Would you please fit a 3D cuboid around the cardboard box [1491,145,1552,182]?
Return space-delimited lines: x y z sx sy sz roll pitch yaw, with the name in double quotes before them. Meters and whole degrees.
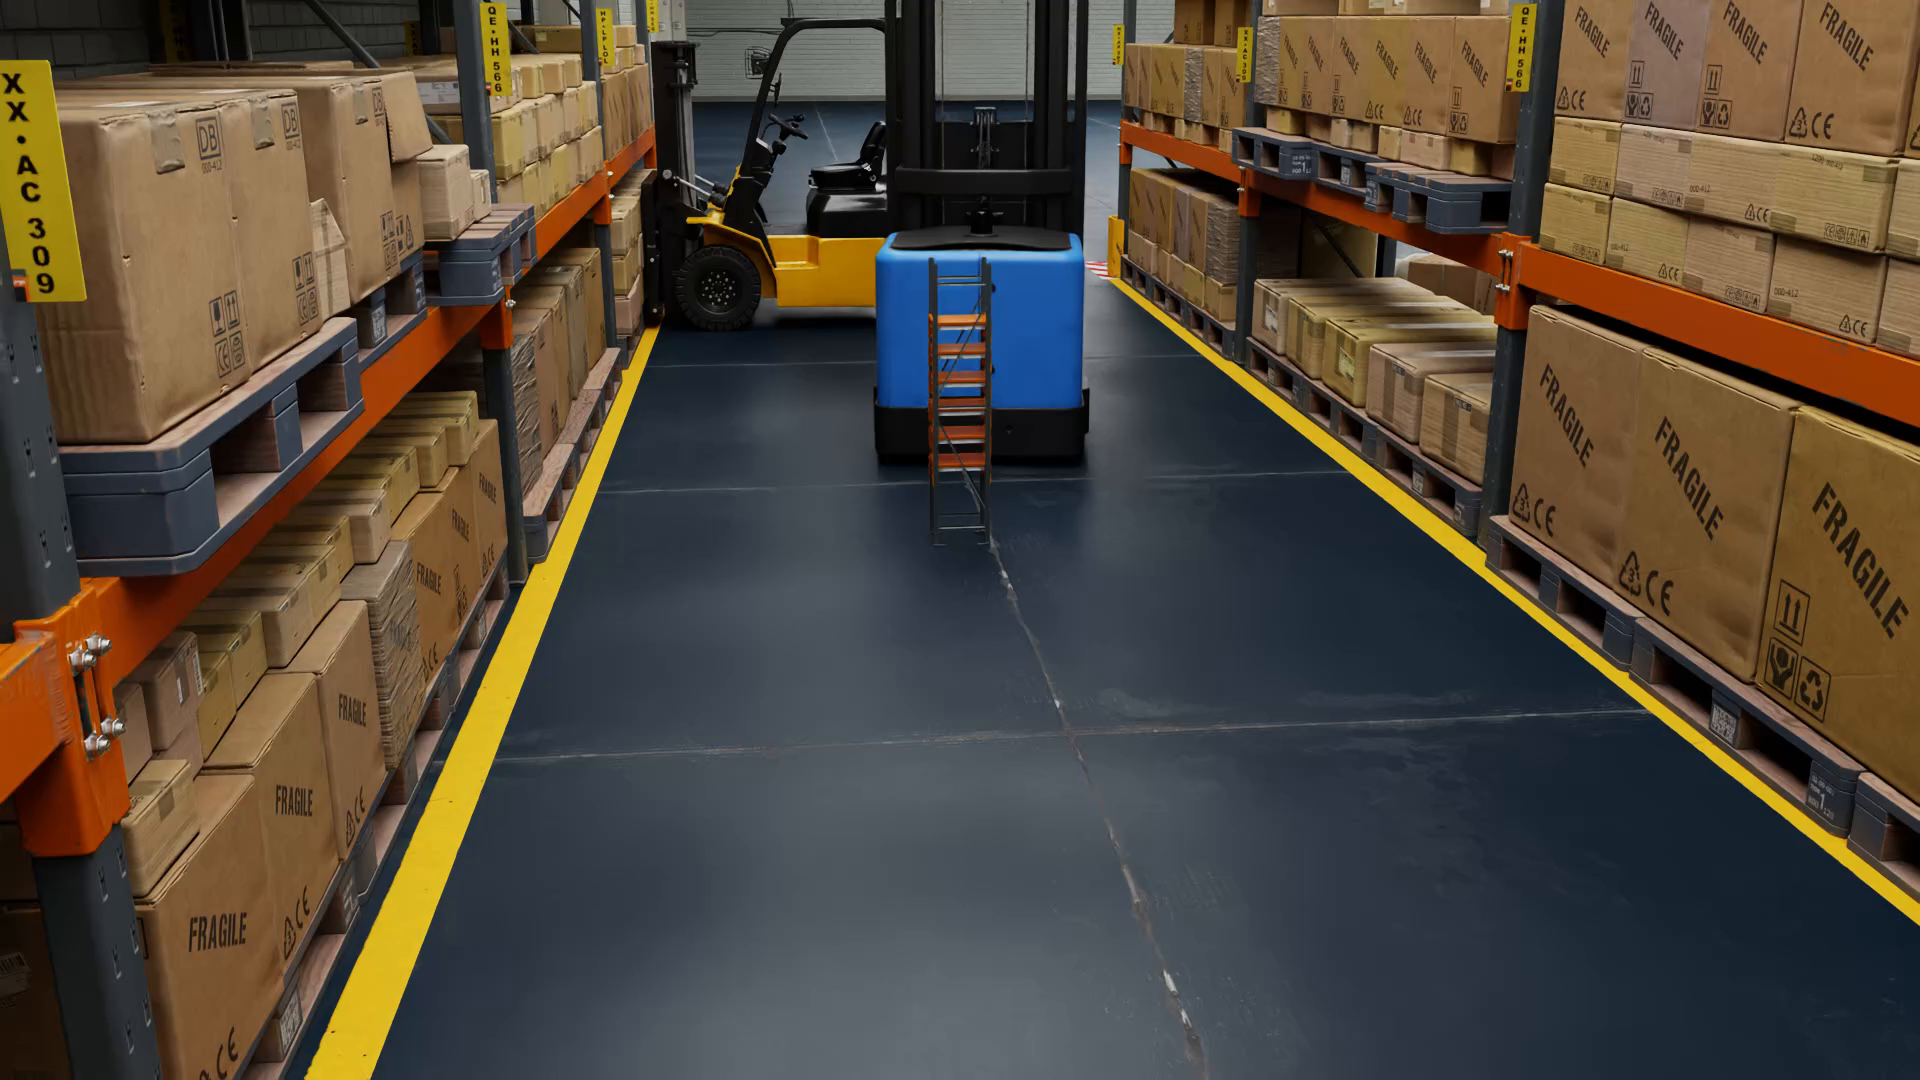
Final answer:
"cardboard box" 2.440 -1.575 6.904 0.380 0.149 0.250 -1 17 -4

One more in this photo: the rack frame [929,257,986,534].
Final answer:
"rack frame" -0.011 -0.604 7.098 0.240 1.200 0.006 -2 18 -6

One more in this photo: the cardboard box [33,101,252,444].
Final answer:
"cardboard box" -1.644 -0.457 2.757 0.700 0.500 0.500 -1 17 -4

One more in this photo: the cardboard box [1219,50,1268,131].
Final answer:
"cardboard box" 2.002 -2.910 10.775 0.500 0.500 0.500 -2 18 -7

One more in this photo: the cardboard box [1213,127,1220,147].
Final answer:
"cardboard box" 1.965 -2.791 11.479 0.380 0.149 0.250 -2 18 -6

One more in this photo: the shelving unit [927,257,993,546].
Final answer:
"shelving unit" -0.001 -0.577 7.011 0.258 1.200 0.189 -2 18 -6

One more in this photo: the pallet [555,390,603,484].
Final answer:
"pallet" -2.398 -0.528 8.507 1.003 0.211 1.213 -2 18 -6

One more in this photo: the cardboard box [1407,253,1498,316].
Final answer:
"cardboard box" 3.538 -1.766 11.962 0.500 0.500 0.500 11 21 32

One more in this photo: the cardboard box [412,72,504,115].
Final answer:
"cardboard box" -1.969 -1.711 6.369 0.380 0.149 0.250 -1 17 -4

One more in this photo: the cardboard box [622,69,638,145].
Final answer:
"cardboard box" -2.582 -3.085 11.830 0.500 0.500 0.500 -2 18 -5

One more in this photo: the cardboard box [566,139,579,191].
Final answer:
"cardboard box" -2.252 -1.929 8.565 0.500 0.250 0.500 -2 18 -5

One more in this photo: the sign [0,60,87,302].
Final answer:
"sign" -1.278 -0.490 2.284 0.100 0.325 0.005 -2 18 -6

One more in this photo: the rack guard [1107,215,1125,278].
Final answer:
"rack guard" 1.890 -2.572 14.536 1.175 0.500 0.348 -2 18 -6

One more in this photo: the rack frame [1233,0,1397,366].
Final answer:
"rack frame" 2.295 -2.596 10.437 1.000 3.000 0.127 -2 18 -6

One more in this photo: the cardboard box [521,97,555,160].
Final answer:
"cardboard box" -2.119 -1.862 7.516 0.500 0.250 0.500 -2 18 -7

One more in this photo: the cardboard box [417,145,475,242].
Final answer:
"cardboard box" -1.798 -1.074 5.140 0.500 0.250 0.500 -3 18 -8

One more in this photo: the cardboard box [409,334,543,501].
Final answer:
"cardboard box" -2.280 -0.503 7.036 0.875 0.625 0.625 -1 17 -4

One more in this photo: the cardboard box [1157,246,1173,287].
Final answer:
"cardboard box" 1.805 -2.113 12.788 0.500 0.250 0.500 -1 17 -2

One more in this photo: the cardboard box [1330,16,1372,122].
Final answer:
"cardboard box" 2.211 -2.388 8.410 0.500 0.500 0.500 -2 18 -8

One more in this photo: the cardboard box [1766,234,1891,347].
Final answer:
"cardboard box" 2.681 -0.723 4.723 0.500 0.250 0.500 -2 18 -6

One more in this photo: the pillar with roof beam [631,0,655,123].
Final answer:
"pillar with roof beam" -1.454 -11.756 29.599 9.100 9.000 0.400 -2 18 -6

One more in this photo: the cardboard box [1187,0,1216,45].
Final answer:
"cardboard box" 2.197 -4.158 13.080 0.700 0.500 0.500 -2 18 -5

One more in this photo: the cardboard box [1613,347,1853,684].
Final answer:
"cardboard box" 2.784 -0.116 5.386 0.875 0.875 0.875 -2 17 -5

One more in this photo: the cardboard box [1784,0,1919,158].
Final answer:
"cardboard box" 2.663 -1.322 4.543 0.500 0.500 0.500 -1 17 -5

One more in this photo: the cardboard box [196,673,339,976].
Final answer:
"cardboard box" -1.707 0.625 3.651 0.500 0.500 0.500 -2 18 -6

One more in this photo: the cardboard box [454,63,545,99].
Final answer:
"cardboard box" -2.113 -2.095 7.593 0.380 0.149 0.250 -1 17 -4

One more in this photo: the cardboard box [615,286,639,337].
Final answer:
"cardboard box" -2.362 -1.484 10.786 0.500 0.250 0.500 -2 18 -5

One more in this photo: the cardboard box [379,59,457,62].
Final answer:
"cardboard box" -2.771 -2.381 8.503 0.380 0.149 0.250 -2 18 -6

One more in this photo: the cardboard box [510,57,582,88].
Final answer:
"cardboard box" -2.209 -2.478 8.814 0.380 0.149 0.250 -2 18 -7

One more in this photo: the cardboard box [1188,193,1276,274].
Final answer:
"cardboard box" 1.913 -2.161 11.692 0.500 0.500 0.500 -1 17 -5

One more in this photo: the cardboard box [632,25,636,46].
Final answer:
"cardboard box" -2.609 -3.732 12.309 0.380 0.149 0.250 -1 17 -4

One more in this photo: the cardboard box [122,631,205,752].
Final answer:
"cardboard box" -1.664 0.292 3.132 0.380 0.149 0.250 -3 18 -8

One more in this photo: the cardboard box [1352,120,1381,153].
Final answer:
"cardboard box" 2.201 -2.034 8.367 0.380 0.149 0.250 -2 18 -7

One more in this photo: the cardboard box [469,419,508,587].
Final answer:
"cardboard box" -1.972 -0.138 6.081 0.500 0.500 0.500 -1 17 -4

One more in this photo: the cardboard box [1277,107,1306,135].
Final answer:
"cardboard box" 2.055 -2.427 9.619 0.380 0.149 0.250 -1 17 -5

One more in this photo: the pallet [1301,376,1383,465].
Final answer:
"pallet" 2.506 -0.669 8.956 1.003 0.211 1.213 -2 18 -6

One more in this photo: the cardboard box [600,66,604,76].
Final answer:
"cardboard box" -2.441 -2.979 10.407 0.380 0.149 0.250 -1 17 -4

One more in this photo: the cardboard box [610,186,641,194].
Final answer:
"cardboard box" -2.531 -2.418 12.091 0.500 0.250 0.500 -2 18 -7

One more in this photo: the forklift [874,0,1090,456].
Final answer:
"forklift" 0.151 -2.204 9.305 1.130 2.935 3.031 1 17 2

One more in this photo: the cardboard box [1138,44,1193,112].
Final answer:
"cardboard box" 1.712 -3.673 13.206 0.500 0.500 0.500 -1 17 -4

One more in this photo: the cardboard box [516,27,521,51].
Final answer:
"cardboard box" -3.001 -3.181 10.554 0.380 0.149 0.250 -2 18 -6

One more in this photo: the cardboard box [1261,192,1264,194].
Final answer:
"cardboard box" 2.384 -2.340 12.260 0.500 0.500 0.500 -1 17 -3

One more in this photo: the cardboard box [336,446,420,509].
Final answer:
"cardboard box" -1.902 -0.187 5.155 0.380 0.149 0.250 -1 17 -4

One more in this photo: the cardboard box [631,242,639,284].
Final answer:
"cardboard box" -2.439 -1.872 11.187 0.500 0.250 0.500 -2 18 -6

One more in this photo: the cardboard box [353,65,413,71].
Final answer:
"cardboard box" -2.613 -2.002 7.297 0.380 0.149 0.250 -2 18 -6

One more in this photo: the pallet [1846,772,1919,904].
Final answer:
"pallet" 2.966 0.891 3.988 1.003 0.211 1.213 -2 18 -6

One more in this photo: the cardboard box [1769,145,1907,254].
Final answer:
"cardboard box" 2.645 -0.958 4.636 0.500 0.250 0.500 -1 17 -5

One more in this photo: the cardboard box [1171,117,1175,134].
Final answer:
"cardboard box" 1.826 -3.174 12.698 0.380 0.149 0.250 -1 17 -4

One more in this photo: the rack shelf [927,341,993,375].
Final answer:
"rack shelf" -0.001 -0.763 6.953 0.258 0.103 0.180 -2 18 -6

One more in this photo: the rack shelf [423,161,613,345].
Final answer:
"rack shelf" -2.436 -1.502 8.155 1.077 0.370 4.000 -2 18 -6

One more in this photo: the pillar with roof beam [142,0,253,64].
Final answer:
"pillar with roof beam" 1.022 -4.605 6.823 9.100 9.000 0.400 -2 18 -6

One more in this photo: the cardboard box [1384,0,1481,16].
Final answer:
"cardboard box" 2.258 -2.582 7.947 0.380 0.149 0.250 -3 18 -8

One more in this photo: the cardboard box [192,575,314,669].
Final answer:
"cardboard box" -1.763 0.197 3.932 0.380 0.149 0.250 -2 18 -6

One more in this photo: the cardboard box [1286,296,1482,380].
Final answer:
"cardboard box" 2.429 -1.172 9.589 0.950 0.372 0.625 -1 17 -2

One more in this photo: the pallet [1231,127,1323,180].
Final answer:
"pallet" 2.229 -2.272 9.727 1.003 0.211 1.213 -2 18 -6

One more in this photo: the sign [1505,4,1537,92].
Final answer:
"sign" 2.169 -1.899 6.418 0.100 0.325 0.005 -2 18 -6

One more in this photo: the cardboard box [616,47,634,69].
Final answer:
"cardboard box" -2.583 -3.514 12.113 0.380 0.149 0.250 -2 18 -5
